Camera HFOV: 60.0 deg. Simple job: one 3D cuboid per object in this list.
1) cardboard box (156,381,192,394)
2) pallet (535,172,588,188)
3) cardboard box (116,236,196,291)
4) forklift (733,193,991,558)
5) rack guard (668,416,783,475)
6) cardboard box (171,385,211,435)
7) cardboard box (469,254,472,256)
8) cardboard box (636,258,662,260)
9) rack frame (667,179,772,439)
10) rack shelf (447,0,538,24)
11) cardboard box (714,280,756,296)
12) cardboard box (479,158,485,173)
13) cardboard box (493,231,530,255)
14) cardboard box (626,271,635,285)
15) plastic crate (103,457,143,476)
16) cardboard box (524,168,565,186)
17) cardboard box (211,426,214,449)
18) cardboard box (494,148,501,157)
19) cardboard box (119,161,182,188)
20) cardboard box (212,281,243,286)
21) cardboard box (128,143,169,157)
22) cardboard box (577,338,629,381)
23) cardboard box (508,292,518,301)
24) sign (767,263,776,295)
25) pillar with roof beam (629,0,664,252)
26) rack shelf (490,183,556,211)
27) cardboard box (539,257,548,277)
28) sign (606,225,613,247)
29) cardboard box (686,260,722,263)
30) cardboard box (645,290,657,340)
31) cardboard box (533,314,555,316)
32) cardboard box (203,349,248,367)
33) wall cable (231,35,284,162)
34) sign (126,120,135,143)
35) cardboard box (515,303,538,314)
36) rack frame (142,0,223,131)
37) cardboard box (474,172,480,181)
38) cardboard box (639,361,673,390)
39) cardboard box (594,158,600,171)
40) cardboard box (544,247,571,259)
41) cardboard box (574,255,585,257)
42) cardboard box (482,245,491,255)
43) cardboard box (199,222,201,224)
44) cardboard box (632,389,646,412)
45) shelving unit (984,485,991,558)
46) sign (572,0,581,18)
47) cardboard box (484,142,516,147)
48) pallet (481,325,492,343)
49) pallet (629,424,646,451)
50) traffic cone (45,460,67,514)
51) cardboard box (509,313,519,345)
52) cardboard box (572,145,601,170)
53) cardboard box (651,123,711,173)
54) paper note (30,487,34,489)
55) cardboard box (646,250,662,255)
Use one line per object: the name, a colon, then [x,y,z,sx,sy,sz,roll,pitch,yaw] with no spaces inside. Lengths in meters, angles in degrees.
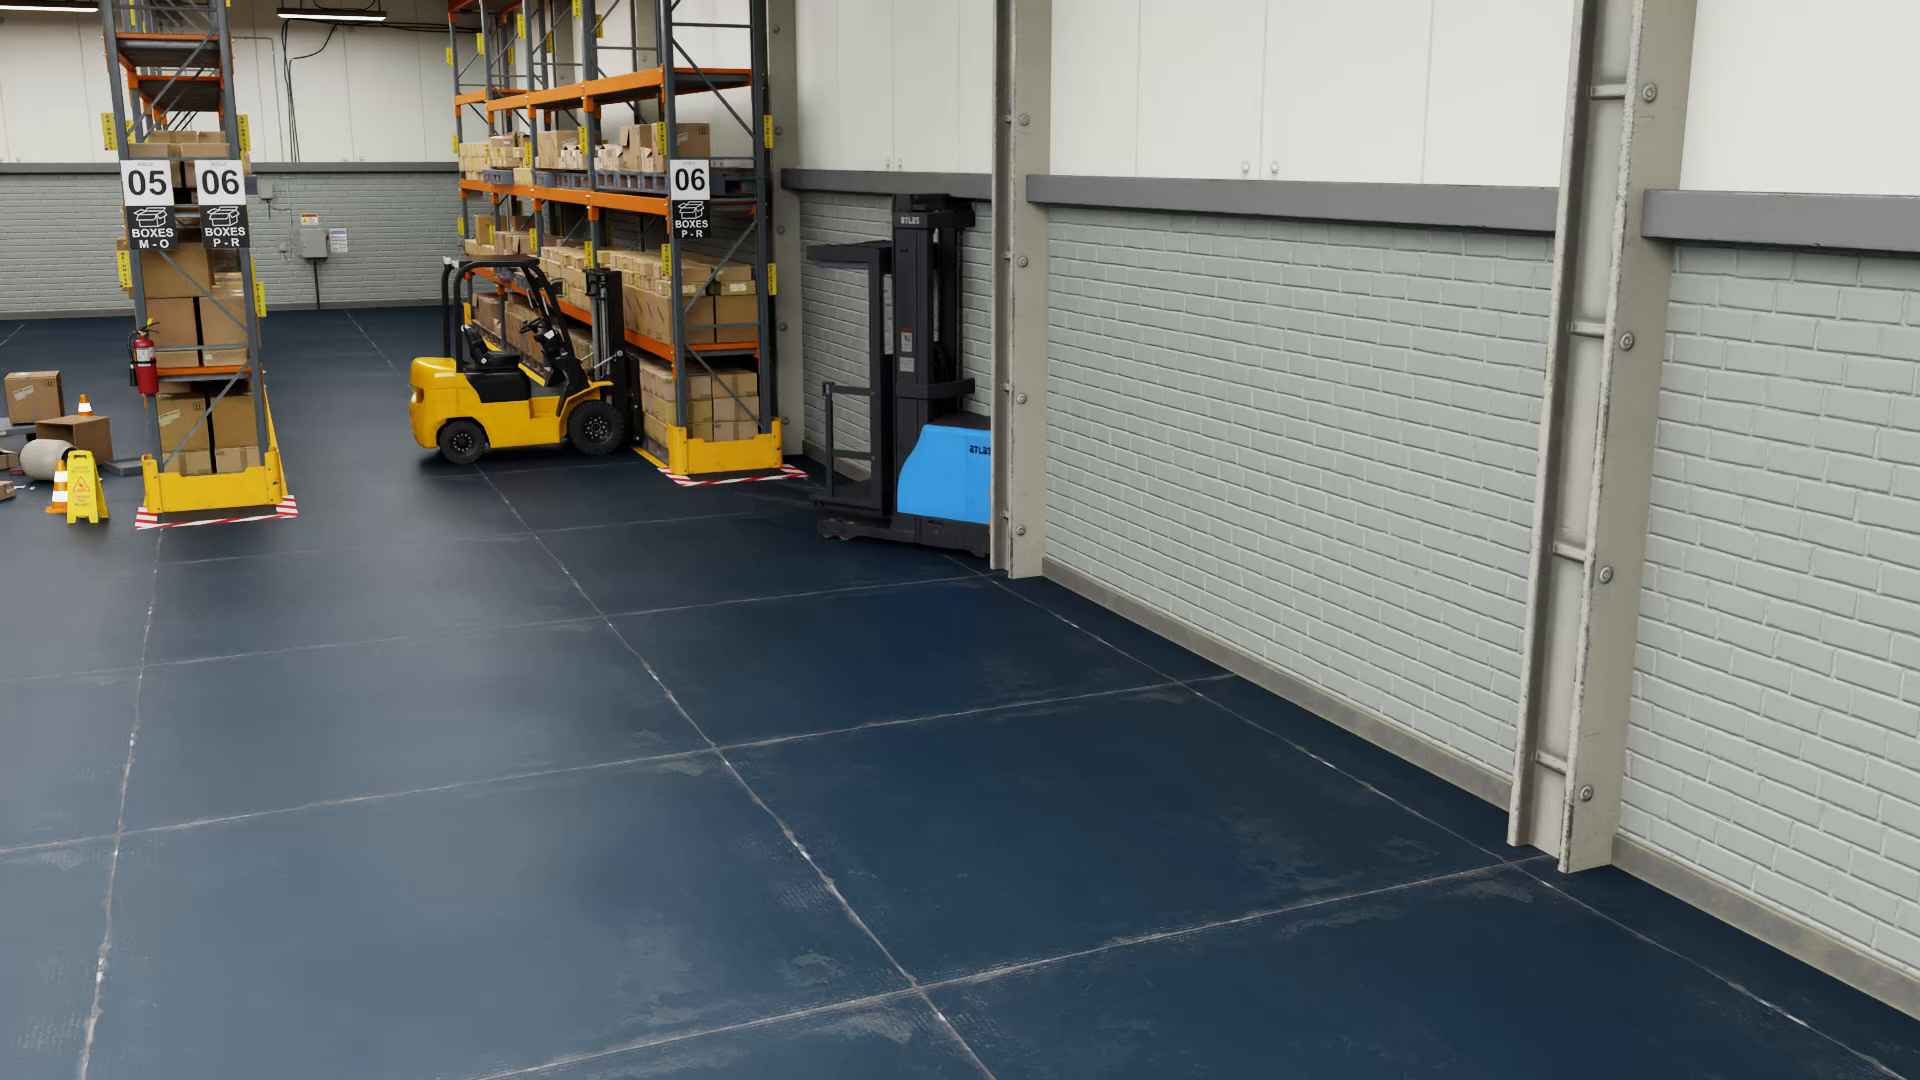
cardboard box: [-7.804,-1.535,16.414,0.380,0.149,0.250,-5,14,-21]
pallet: [-5.340,-5.116,23.588,1.213,0.211,1.003,-5,14,-20]
cardboard box: [-7.935,-2.745,16.478,0.700,0.500,0.500,-6,14,-24]
forklift: [-0.628,-1.513,14.408,3.031,2.935,1.130,8,15,32]
rack guard: [-2.479,-1.003,17.595,1.175,0.500,0.348,-6,14,-23]
cardboard box: [-7.808,-1.257,16.651,0.500,0.500,0.500,-5,14,-21]
cardboard box: [-9.018,-5.316,31.245,0.380,0.149,0.250,-6,14,-23]
cardboard box: [-3.445,-3.107,18.821,0.380,0.149,0.250,-5,14,-22]
rack frame: [-2.489,-2.226,17.335,1.000,3.000,0.127,-6,14,-23]
rack shelf: [-8.097,-9.310,28.862,1.077,0.370,4.000,-6,14,-23]
cardboard box: [-2.387,-2.684,17.655,0.380,0.149,0.250,-6,14,-24]
cardboard box: [-7.936,-6.422,28.485,0.500,0.250,0.500,-6,14,-25]
cardboard box: [-7.307,-4.838,27.469,0.700,0.500,0.500,-5,14,-22]
cardboard box: [-3.603,-3.006,19.046,0.380,0.149,0.250,-6,14,-24]
plastic crate: [-8.760,-0.782,17.573,0.402,0.080,0.583,-12,18,-42]
cardboard box: [-6.122,-5.351,24.518,0.500,0.250,0.500,-6,14,-25]
cardboard box: [-8.210,-1.103,17.651,0.500,0.250,0.500,-6,14,-24]
cardboard box: [-7.216,-6.185,26.534,0.380,0.149,0.250,-6,14,-24]
cardboard box: [-7.487,-3.391,15.391,0.500,0.250,0.500,-6,14,-24]
cardboard box: [-7.598,-2.410,17.247,0.500,0.500,0.500,-6,14,-24]
cardboard box: [-7.442,-3.547,15.181,0.380,0.149,0.250,-5,14,-22]
cardboard box: [-4.614,-2.368,22.283,0.875,0.625,0.625,-6,14,-24]
cardboard box: [-7.340,-4.060,27.774,0.380,0.149,0.250,-6,14,-24]
sign: [-1.978,-2.735,17.440,0.100,0.325,0.005,-6,14,-23]
pillar with roof beam: [-8.290,-6.225,21.308,9.100,9.000,0.400,-6,14,-23]
rack shelf: [-6.495,-5.403,26.005,1.077,0.370,4.000,-6,14,-23]
cardboard box: [-5.763,-3.933,23.936,0.500,0.250,0.500,-6,14,-23]
sign: [-5.186,-4.494,24.565,0.100,0.325,0.005,-6,14,-23]
cardboard box: [-2.834,-3.039,18.529,0.380,0.149,0.250,-5,14,-21]
cardboard box: [-3.126,-2.461,18.127,0.500,0.500,0.500,-5,14,-21]
cardboard box: [-6.326,-3.373,25.464,0.380,0.149,0.250,-6,14,-25]
cardboard box: [-6.982,-1.743,15.807,0.380,0.149,0.250,-6,14,-23]
wall cable: [-15.291,-9.222,34.260,2.355,3.000,0.029,-6,14,-23]
sign: [-9.145,-4.457,18.304,0.100,0.325,0.005,-6,14,-23]
cardboard box: [-7.101,-3.808,27.343,0.380,0.149,0.250,-6,15,-26]
rack frame: [-11.842,-7.179,25.430,1.000,3.000,0.127,-6,14,-23]
cardboard box: [-8.354,-6.407,29.306,0.380,0.149,0.250,-5,14,-22]
cardboard box: [-3.380,-1.853,18.674,0.500,0.250,0.500,-5,14,-22]
cardboard box: [-4.190,-4.524,20.018,0.380,0.149,0.250,-5,14,-22]
cardboard box: [-5.728,-4.096,23.755,0.380,0.149,0.250,-5,14,-22]
cardboard box: [-4.876,-3.677,21.943,0.380,0.149,0.250,-6,14,-24]
cardboard box: [-8.125,-5.067,29.281,0.500,0.250,0.500,-6,14,-23]
cardboard box: [-10.614,-4.299,23.854,0.500,0.500,0.500,-5,14,-21]
cardboard box: [-3.387,-1.616,18.758,0.500,0.250,0.500,-6,14,-24]
shelving unit: [0.354,-0.340,13.457,0.215,1.050,0.252,-4,16,-23]
sign: [-4.584,-6.417,19.893,0.100,0.325,0.005,-6,14,-23]
cardboard box: [-7.719,-6.564,27.992,0.500,0.250,0.500,-6,14,-23]
pallet: [-8.063,-3.741,30.066,1.003,0.211,1.213,-6,14,-23]
pallet: [-3.318,-1.273,19.403,1.003,0.211,1.213,-6,14,-23]
traffic cone: [-8.390,-0.513,15.561,0.336,0.463,0.334,-6,14,-23]
cardboard box: [-7.086,-3.463,27.290,0.500,0.500,0.500,-6,14,-24]
cardboard box: [-4.604,-4.851,21.070,0.500,0.311,0.500,-6,14,-25]
cardboard box: [-2.890,-4.059,17.227,0.500,0.500,0.500,-5,14,-21]
paper note: [-9.256,-0.520,16.593,0.032,0.001,0.123,-6,14,-23]
cardboard box: [-3.624,-3.468,20.380,0.380,0.149,0.250,-6,14,-24]
